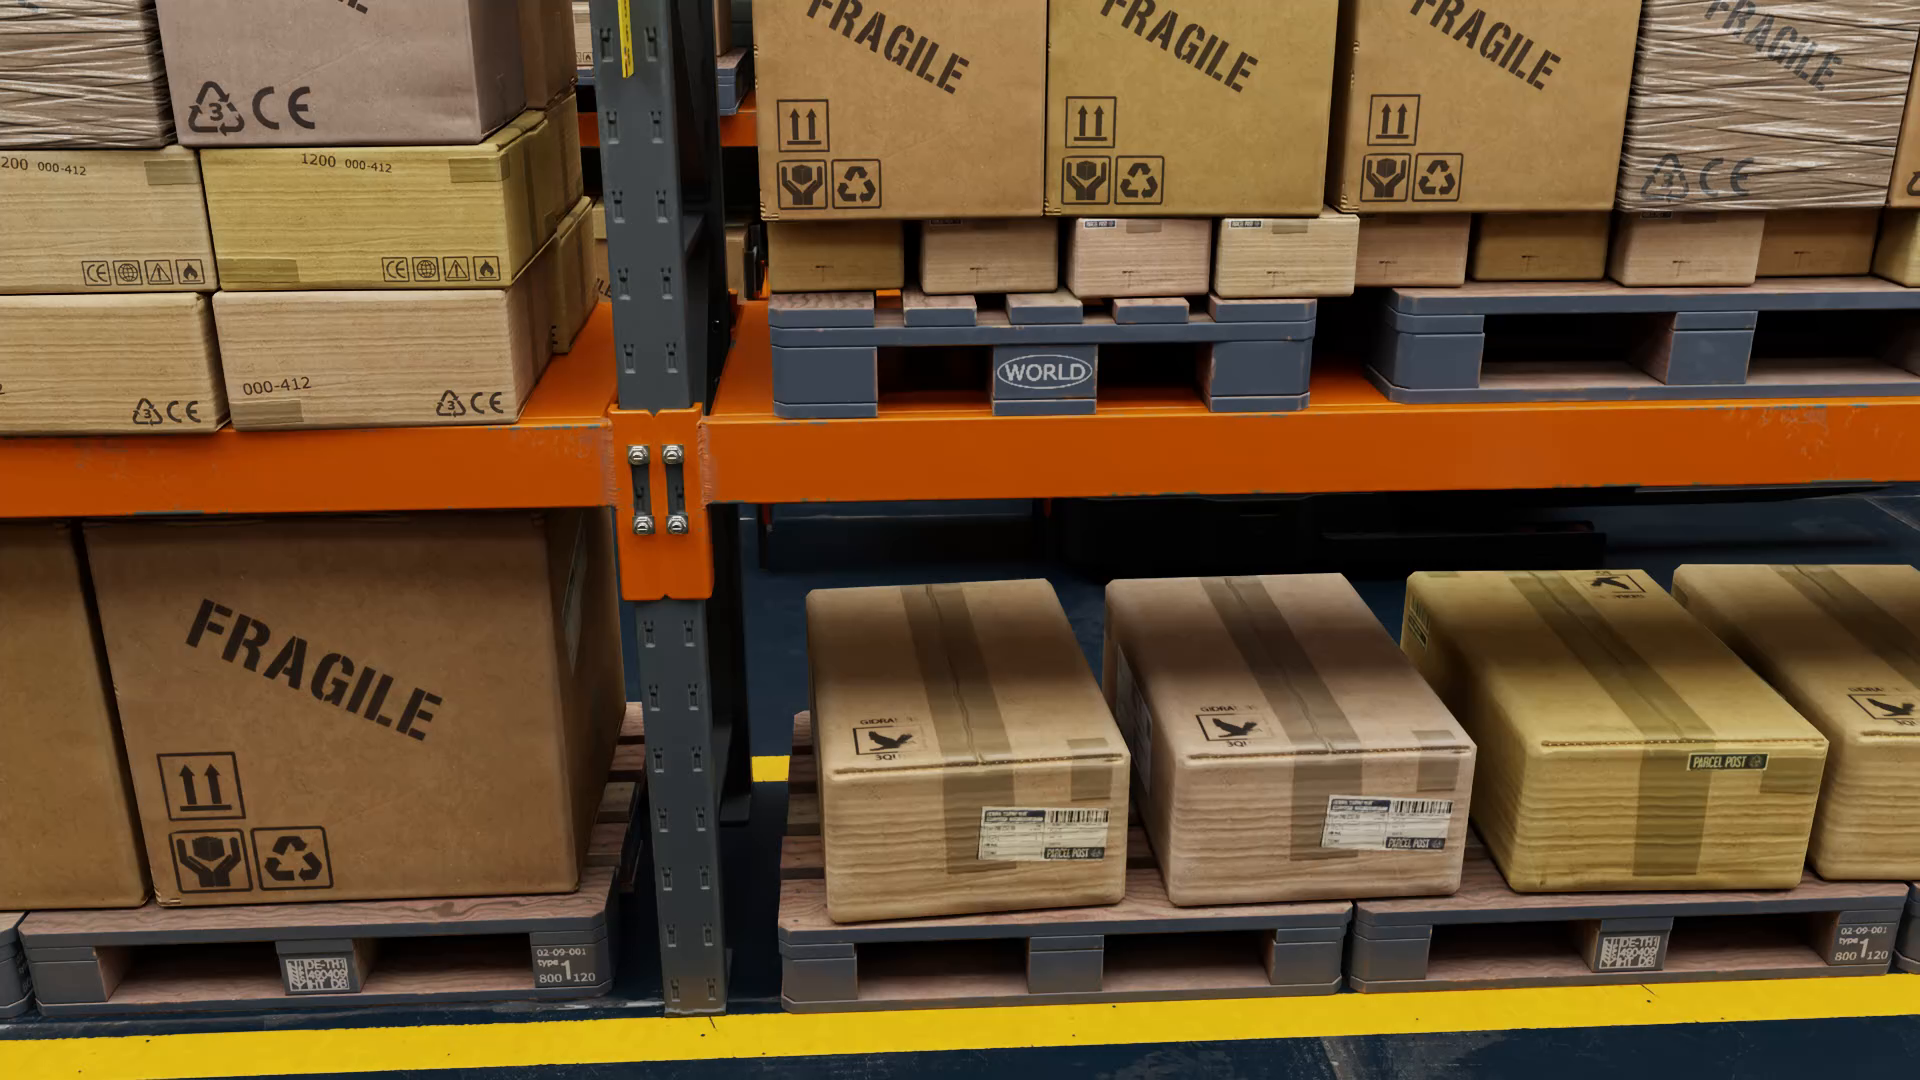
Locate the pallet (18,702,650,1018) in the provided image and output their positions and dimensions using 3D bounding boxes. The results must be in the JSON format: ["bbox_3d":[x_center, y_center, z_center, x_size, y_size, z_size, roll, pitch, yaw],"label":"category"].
[{"bbox_3d":[-1.376,0.715,3.947,1.213,0.211,1.003,-1,21,-3],"label":"pallet"}]

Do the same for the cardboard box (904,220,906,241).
[{"bbox_3d":[-0.007,-0.778,3.711,0.250,0.149,0.380,-1,21,-2],"label":"cardboard box"}]

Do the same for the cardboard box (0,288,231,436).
[{"bbox_3d":[-1.583,-0.389,3.138,0.500,0.250,0.500,-1,21,-2],"label":"cardboard box"}]

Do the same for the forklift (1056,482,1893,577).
[{"bbox_3d":[1.843,-1.436,5.774,3.031,2.935,1.130,-2,21,-4],"label":"forklift"}]

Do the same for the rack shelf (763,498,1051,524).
[{"bbox_3d":[-0.201,-0.288,5.984,1.000,0.278,0.538,-2,21,-4],"label":"rack shelf"}]

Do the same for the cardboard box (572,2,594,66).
[{"bbox_3d":[-1.906,-2.331,7.647,0.500,0.250,0.500,-2,21,-6],"label":"cardboard box"}]

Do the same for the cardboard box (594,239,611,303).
[{"bbox_3d":[-1.781,-1.277,8.184,0.500,0.500,0.500,-1,21,-4],"label":"cardboard box"}]

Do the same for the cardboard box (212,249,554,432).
[{"bbox_3d":[-1.074,-0.405,3.180,0.500,0.250,0.500,-2,21,-5],"label":"cardboard box"}]

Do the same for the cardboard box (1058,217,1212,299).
[{"bbox_3d":[0.311,-0.580,3.192,0.250,0.149,0.380,-3,21,-7],"label":"cardboard box"}]

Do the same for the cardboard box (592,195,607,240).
[{"bbox_3d":[-1.621,-1.555,8.002,0.250,0.149,0.380,-2,21,-6],"label":"cardboard box"}]

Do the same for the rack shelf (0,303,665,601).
[{"bbox_3d":[-2.581,-0.201,3.444,4.000,0.370,1.077,-1,21,-3],"label":"rack shelf"}]

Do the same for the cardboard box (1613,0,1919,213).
[{"bbox_3d":[1.428,-0.920,3.173,0.500,0.500,0.500,-2,21,-5],"label":"cardboard box"}]

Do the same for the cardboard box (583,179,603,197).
[{"bbox_3d":[-1.920,-1.743,8.494,0.250,0.149,0.380,-1,21,-2],"label":"cardboard box"}]

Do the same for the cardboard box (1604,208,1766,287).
[{"bbox_3d":[1.367,-0.613,3.277,0.250,0.149,0.380,-1,21,-1],"label":"cardboard box"}]

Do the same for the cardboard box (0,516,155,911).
[{"bbox_3d":[-2.169,0.220,3.723,0.875,0.875,0.875,-1,21,-2],"label":"cardboard box"}]

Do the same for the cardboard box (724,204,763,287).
[{"bbox_3d":[-1.308,-1.460,8.663,0.500,0.500,0.500,0,21,-1],"label":"cardboard box"}]

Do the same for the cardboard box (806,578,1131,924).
[{"bbox_3d":[-0.020,0.446,3.836,0.625,0.372,0.950,-3,21,-7],"label":"cardboard box"}]

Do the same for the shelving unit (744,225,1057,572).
[{"bbox_3d":[-0.201,-0.517,5.897,1.048,1.125,0.538,-2,21,-4],"label":"shelving unit"}]

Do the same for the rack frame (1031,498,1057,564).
[{"bbox_3d":[0.306,-0.530,5.932,0.032,1.125,0.500,-2,21,-4],"label":"rack frame"}]

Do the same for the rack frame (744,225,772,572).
[{"bbox_3d":[-0.708,-0.503,5.862,0.032,1.125,0.500,-2,21,-4],"label":"rack frame"}]

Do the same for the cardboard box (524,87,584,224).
[{"bbox_3d":[-1.104,-0.819,3.564,0.500,0.250,0.500,-1,21,-3],"label":"cardboard box"}]

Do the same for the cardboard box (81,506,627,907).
[{"bbox_3d":[-1.279,0.204,3.766,0.875,0.875,0.875,-1,21,-4],"label":"cardboard box"}]

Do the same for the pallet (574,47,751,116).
[{"bbox_3d":[-1.544,-2.212,7.986,1.003,0.211,1.213,-1,21,-3],"label":"pallet"}]

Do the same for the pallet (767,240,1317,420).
[{"bbox_3d":[0.121,-0.540,3.594,1.003,0.211,1.213,-1,21,-3],"label":"pallet"}]

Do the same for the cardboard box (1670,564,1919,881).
[{"bbox_3d":[2.168,0.400,3.957,0.625,0.372,0.950,0,21,0],"label":"cardboard box"}]

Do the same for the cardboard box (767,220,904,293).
[{"bbox_3d":[-0.249,-0.597,3.236,0.250,0.149,0.380,-2,21,-6],"label":"cardboard box"}]

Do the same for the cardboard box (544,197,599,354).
[{"bbox_3d":[-1.087,-0.587,3.658,0.500,0.250,0.500,-2,21,-4],"label":"cardboard box"}]

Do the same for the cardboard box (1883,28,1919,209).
[{"bbox_3d":[1.951,-0.931,3.202,0.500,0.500,0.500,0,21,-1],"label":"cardboard box"}]

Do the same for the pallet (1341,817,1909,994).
[{"bbox_3d":[1.411,0.686,4.021,1.213,0.211,1.003,-1,21,-3],"label":"pallet"}]

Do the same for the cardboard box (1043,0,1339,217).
[{"bbox_3d":[0.398,-0.900,3.120,0.500,0.500,0.500,0,21,0],"label":"cardboard box"}]

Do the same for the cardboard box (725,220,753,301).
[{"bbox_3d":[-1.281,-1.284,8.200,0.500,0.500,0.500,-1,21,-1],"label":"cardboard box"}]

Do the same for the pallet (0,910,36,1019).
[{"bbox_3d":[-2.591,0.738,3.885,1.213,0.211,1.003,-1,21,-3],"label":"pallet"}]

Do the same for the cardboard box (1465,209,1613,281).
[{"bbox_3d":[1.103,-0.631,3.324,0.250,0.149,0.380,0,21,-1],"label":"cardboard box"}]

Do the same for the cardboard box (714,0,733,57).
[{"bbox_3d":[-1.394,-2.629,8.079,0.500,0.500,0.500,0,21,-1],"label":"cardboard box"}]

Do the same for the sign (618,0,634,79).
[{"bbox_3d":[-0.549,-0.922,2.699,0.005,0.325,0.100,-1,21,-3],"label":"sign"}]

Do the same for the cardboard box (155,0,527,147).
[{"bbox_3d":[-1.086,-0.988,2.955,0.500,0.500,0.500,-2,21,-5],"label":"cardboard box"}]

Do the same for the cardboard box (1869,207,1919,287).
[{"bbox_3d":[1.892,-0.614,3.280,0.250,0.149,0.380,-1,21,-3],"label":"cardboard box"}]

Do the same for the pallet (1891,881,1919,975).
[{"bbox_3d":[2.632,0.661,4.089,1.213,0.211,1.003,-1,21,-3],"label":"pallet"}]

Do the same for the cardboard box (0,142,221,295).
[{"bbox_3d":[-1.565,-0.629,3.066,0.500,0.250,0.500,-2,21,-4],"label":"cardboard box"}]

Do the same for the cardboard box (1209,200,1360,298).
[{"bbox_3d":[0.587,-0.578,3.187,0.250,0.149,0.380,-1,21,-3],"label":"cardboard box"}]

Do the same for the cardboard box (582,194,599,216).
[{"bbox_3d":[-1.886,-1.566,8.029,0.250,0.149,0.380,-2,21,-5],"label":"cardboard box"}]

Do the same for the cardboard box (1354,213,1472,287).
[{"bbox_3d":[0.823,-0.611,3.273,0.250,0.149,0.380,0,21,0],"label":"cardboard box"}]

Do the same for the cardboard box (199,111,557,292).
[{"bbox_3d":[-1.053,-0.641,3.097,0.500,0.250,0.500,-1,21,-3],"label":"cardboard box"}]

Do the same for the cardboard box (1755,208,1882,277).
[{"bbox_3d":[1.623,-0.645,3.362,0.250,0.149,0.380,-2,21,-5],"label":"cardboard box"}]

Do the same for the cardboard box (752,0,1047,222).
[{"bbox_3d":[-0.122,-0.887,3.085,0.500,0.500,0.500,-2,21,-5],"label":"cardboard box"}]

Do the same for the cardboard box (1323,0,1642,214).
[{"bbox_3d":[0.928,-0.913,3.154,0.500,0.500,0.500,-1,21,-2],"label":"cardboard box"}]

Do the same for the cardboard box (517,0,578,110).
[{"bbox_3d":[-1.091,-1.169,3.429,0.500,0.500,0.500,-2,21,-5],"label":"cardboard box"}]

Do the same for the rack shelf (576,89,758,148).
[{"bbox_3d":[-2.868,-1.964,8.075,4.000,0.370,1.077,-1,21,-3],"label":"rack shelf"}]

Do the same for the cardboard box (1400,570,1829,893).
[{"bbox_3d":[1.474,0.415,3.918,0.625,0.372,0.950,0,21,-1],"label":"cardboard box"}]

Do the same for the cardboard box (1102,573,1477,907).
[{"bbox_3d":[0.717,0.428,3.883,0.625,0.372,0.950,-2,21,-4],"label":"cardboard box"}]

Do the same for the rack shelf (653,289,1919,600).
[{"bbox_3d":[1.412,-0.282,3.657,4.000,0.370,1.077,-1,21,-3],"label":"rack shelf"}]

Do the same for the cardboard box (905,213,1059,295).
[{"bbox_3d":[0.035,-0.591,3.220,0.250,0.149,0.380,-2,21,-6],"label":"cardboard box"}]

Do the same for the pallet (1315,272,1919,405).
[{"bbox_3d":[1.390,-0.543,3.600,1.213,0.211,1.003,-1,21,-3],"label":"pallet"}]

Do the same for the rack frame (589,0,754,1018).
[{"bbox_3d":[-0.584,-0.578,3.422,0.127,3.000,1.000,-1,21,-3],"label":"rack frame"}]

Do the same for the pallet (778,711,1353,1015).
[{"bbox_3d":[0.196,0.710,3.959,1.213,0.211,1.003,-1,21,-3],"label":"pallet"}]

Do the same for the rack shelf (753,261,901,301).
[{"bbox_3d":[-0.201,-0.790,5.793,1.000,0.278,0.538,-2,21,-4],"label":"rack shelf"}]

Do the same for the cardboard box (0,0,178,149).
[{"bbox_3d":[-1.597,-0.975,2.920,0.500,0.500,0.500,-1,21,-2],"label":"cardboard box"}]
